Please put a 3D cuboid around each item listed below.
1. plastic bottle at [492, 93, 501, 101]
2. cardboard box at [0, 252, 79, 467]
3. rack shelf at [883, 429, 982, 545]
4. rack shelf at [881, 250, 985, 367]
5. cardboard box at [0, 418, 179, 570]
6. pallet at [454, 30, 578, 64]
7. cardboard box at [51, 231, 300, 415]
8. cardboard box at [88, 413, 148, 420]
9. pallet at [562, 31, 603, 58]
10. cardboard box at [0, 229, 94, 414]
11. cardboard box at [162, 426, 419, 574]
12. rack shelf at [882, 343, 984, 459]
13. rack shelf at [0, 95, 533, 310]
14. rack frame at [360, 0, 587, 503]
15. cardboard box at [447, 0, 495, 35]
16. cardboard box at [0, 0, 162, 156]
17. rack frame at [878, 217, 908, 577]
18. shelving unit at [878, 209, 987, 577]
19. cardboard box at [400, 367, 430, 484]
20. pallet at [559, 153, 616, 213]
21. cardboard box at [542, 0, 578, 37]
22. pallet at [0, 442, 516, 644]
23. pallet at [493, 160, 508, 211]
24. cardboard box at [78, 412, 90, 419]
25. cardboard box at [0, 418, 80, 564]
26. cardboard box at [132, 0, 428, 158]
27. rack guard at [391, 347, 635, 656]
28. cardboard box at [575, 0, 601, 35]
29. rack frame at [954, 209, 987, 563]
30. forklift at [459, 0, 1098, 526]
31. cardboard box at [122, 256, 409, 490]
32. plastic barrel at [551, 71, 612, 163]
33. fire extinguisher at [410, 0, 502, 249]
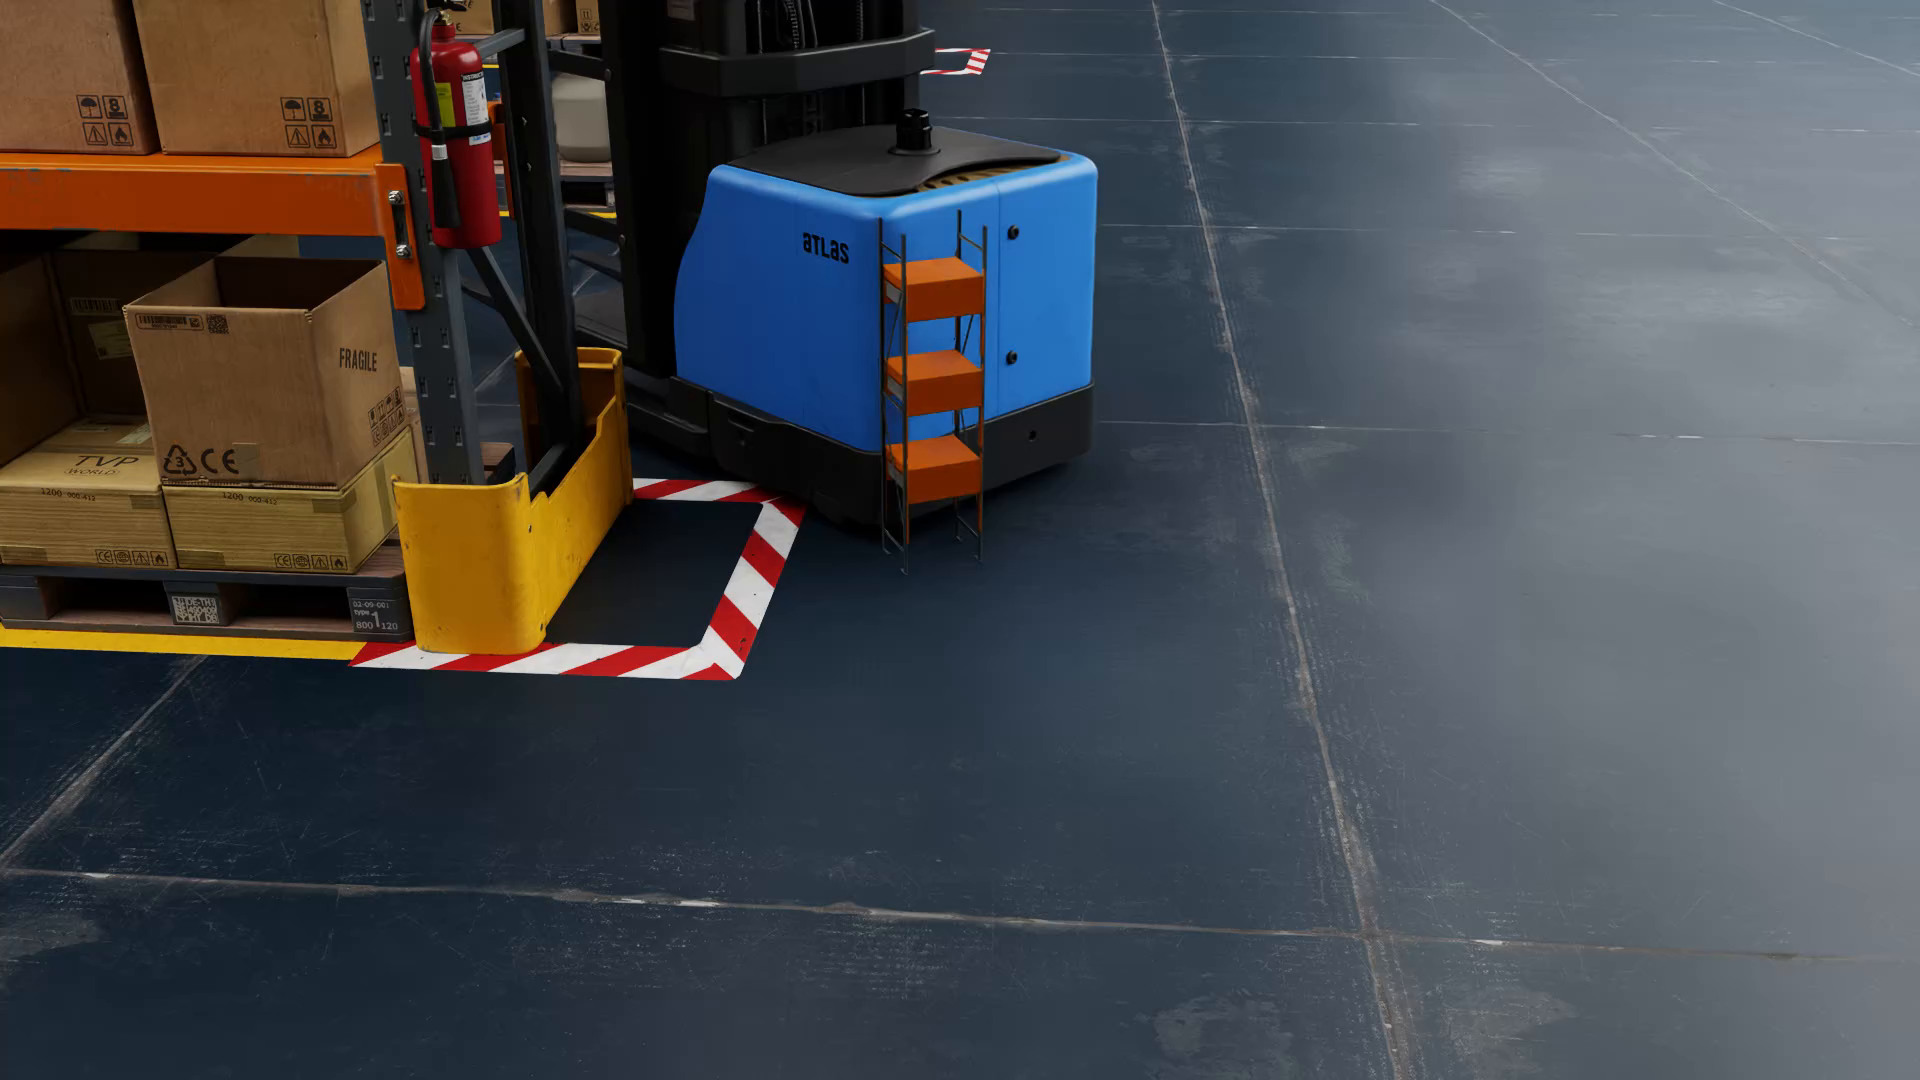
[{"bbox_3d":[-2.725,-2.506,9.845,0.097,0.271,0.097,0,25,0],"label":"plastic bottle"},{"bbox_3d":[-2.880,-0.494,4.626,0.500,0.500,0.500,2,25,4],"label":"cardboard box"},{"bbox_3d":[-0.086,-0.163,5.033,0.240,0.259,0.215,-10,28,-21],"label":"rack shelf"},{"bbox_3d":[-0.081,-0.668,4.787,0.240,0.259,0.215,-10,28,-21],"label":"rack shelf"},{"bbox_3d":[-2.381,-0.140,4.752,0.500,0.250,0.500,2,25,4],"label":"cardboard box"},{"bbox_3d":[-3.878,-4.276,14.291,1.213,0.211,1.003,2,25,4],"label":"pallet"},{"bbox_3d":[-2.341,-0.701,5.074,0.500,0.500,0.500,2,25,4],"label":"cardboard box"},{"bbox_3d":[-2.341,-0.359,5.229,0.500,0.250,0.500,2,25,4],"label":"cardboard box"},{"bbox_3d":[-2.659,-4.238,14.208,1.213,0.211,1.003,2,25,4],"label":"pallet"},{"bbox_3d":[-2.840,-0.711,5.097,0.500,0.500,0.500,2,25,4],"label":"cardboard box"},{"bbox_3d":[-1.882,-0.129,4.728,0.500,0.250,0.500,2,25,4],"label":"cardboard box"},{"bbox_3d":[-0.083,-0.413,4.911,0.240,0.259,0.215,-10,28,-21],"label":"rack shelf"},{"bbox_3d":[-3.319,-1.030,4.761,4.000,0.370,1.077,2,25,4],"label":"rack shelf"},{"bbox_3d":[-1.324,-1.293,4.472,0.127,3.000,1.000,2,25,4],"label":"rack frame"},{"bbox_3d":[-4.155,-4.576,14.093,0.500,0.500,0.500,1,25,2],"label":"cardboard box"},{"bbox_3d":[-2.313,-1.374,4.527,0.500,0.500,0.700,2,25,5],"label":"cardboard box"},{"bbox_3d":[-0.195,-0.403,4.863,0.008,1.050,0.200,-10,28,-21],"label":"rack frame"},{"bbox_3d":[-0.083,-0.423,4.906,0.252,1.050,0.215,-10,28,-21],"label":"shelving unit"},{"bbox_3d":[-1.842,-0.345,5.198,0.500,0.250,0.500,2,25,4],"label":"cardboard box"},{"bbox_3d":[-1.830,-2.102,9.565,1.213,0.211,1.003,2,25,4],"label":"pallet"},{"bbox_3d":[-3.583,-4.560,14.060,0.500,0.500,0.500,10,27,21],"label":"cardboard box"},{"bbox_3d":[-2.090,-0.033,5.070,1.213,0.211,1.003,2,25,4],"label":"pallet"},{"bbox_3d":[-3.044,-2.142,9.652,1.213,0.211,1.003,2,25,4],"label":"pallet"},{"bbox_3d":[-2.839,-0.375,5.264,0.500,0.250,0.500,2,25,4],"label":"cardboard box"},{"bbox_3d":[-2.880,-0.155,4.786,0.500,0.250,0.500,2,25,4],"label":"cardboard box"},{"bbox_3d":[-1.789,-1.359,4.495,0.500,0.500,0.700,2,25,4],"label":"cardboard box"},{"bbox_3d":[-1.300,-0.157,4.993,0.348,0.500,1.175,2,25,4],"label":"rack guard"},{"bbox_3d":[-2.958,-4.573,14.088,0.500,0.500,0.500,0,25,-1],"label":"cardboard box"},{"bbox_3d":[0.029,-0.443,4.950,0.008,1.050,0.200,-10,28,-21],"label":"rack frame"},{"bbox_3d":[-0.922,-1.898,5.869,1.130,2.935,3.031,-22,33,-39],"label":"forklift"},{"bbox_3d":[-1.882,-0.469,4.570,0.500,0.500,0.500,2,25,4],"label":"cardboard box"},{"bbox_3d":[-2.103,-2.423,9.402,0.421,0.512,0.421,0,25,0],"label":"plastic barrel"},{"bbox_3d":[-1.242,-1.061,4.059,0.183,0.674,0.296,2,25,4],"label":"fire extinguisher"}]
